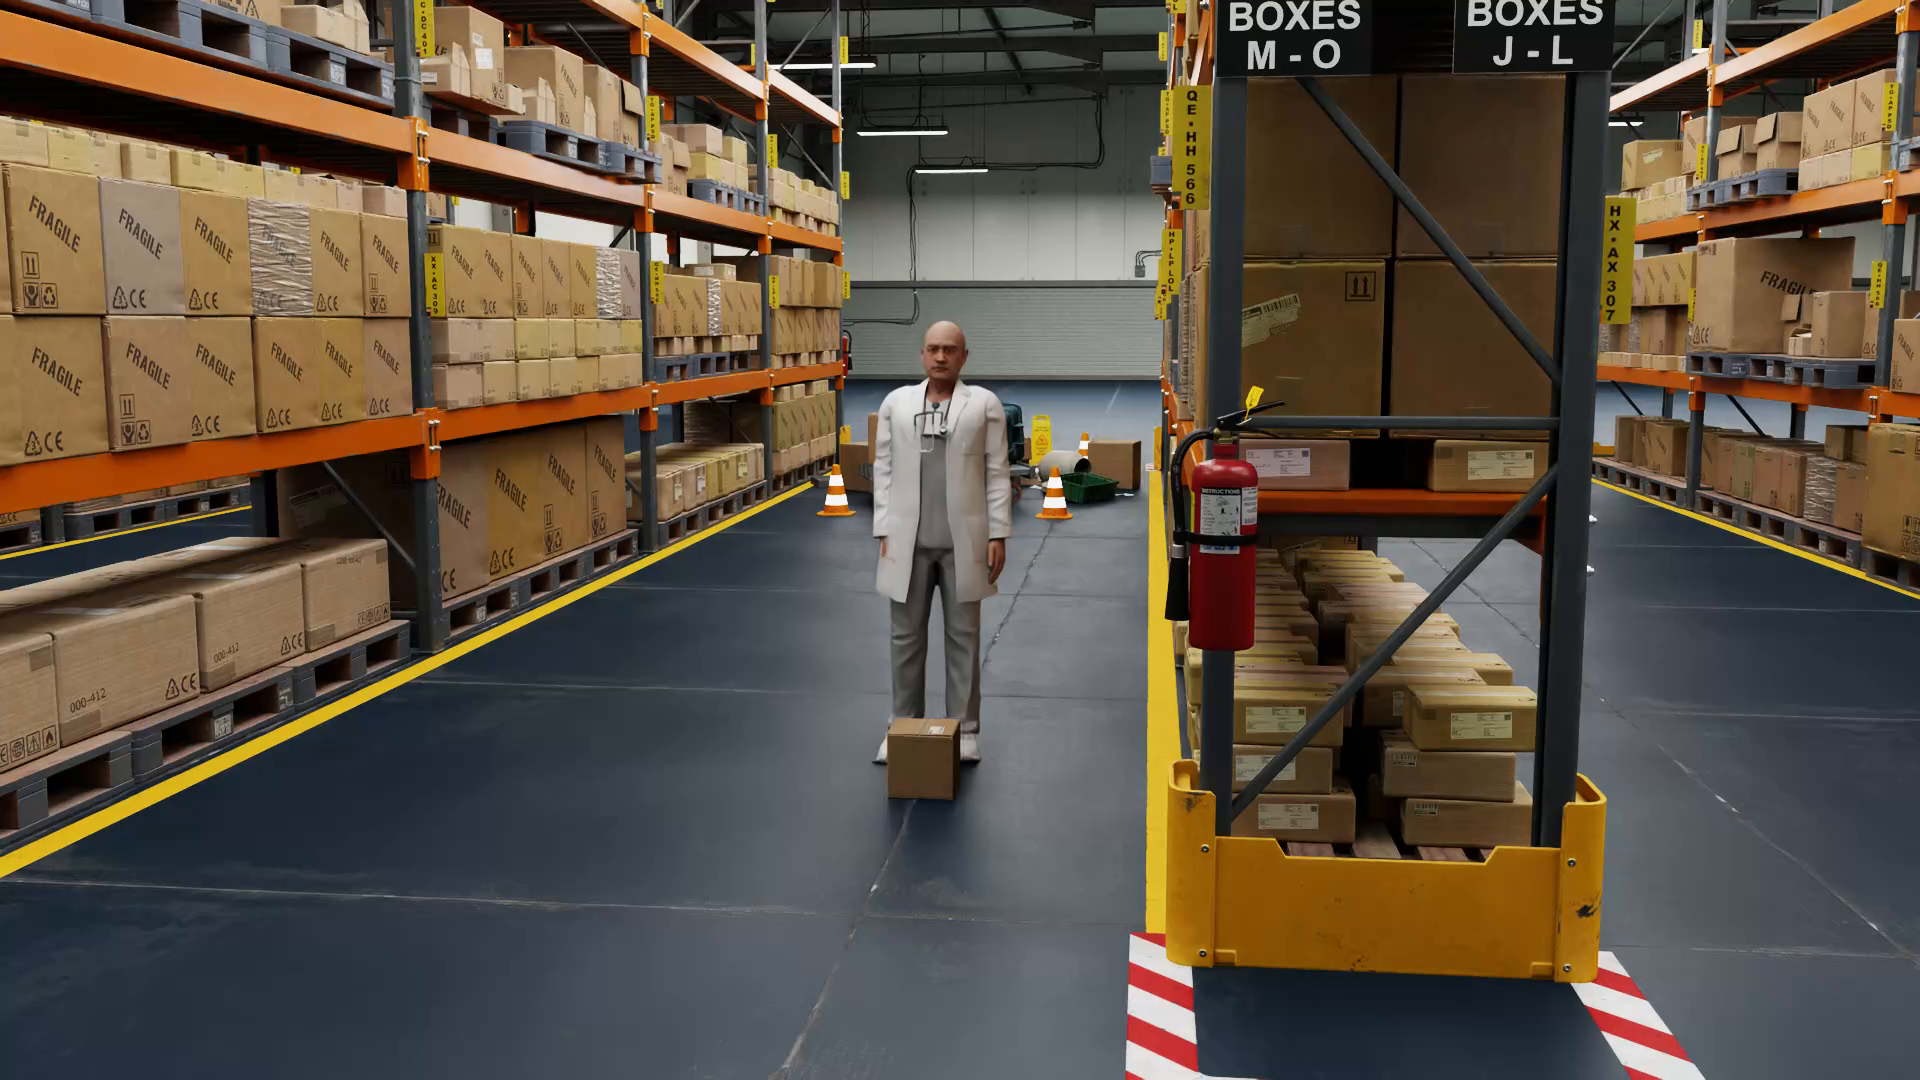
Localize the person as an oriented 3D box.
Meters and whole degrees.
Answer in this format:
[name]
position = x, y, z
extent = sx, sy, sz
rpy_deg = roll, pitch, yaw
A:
[person]
position = -0.073, 0.011, 6.766
extent = 0.578, 1.789, 0.385
rpy_deg = 1, 7, 6
